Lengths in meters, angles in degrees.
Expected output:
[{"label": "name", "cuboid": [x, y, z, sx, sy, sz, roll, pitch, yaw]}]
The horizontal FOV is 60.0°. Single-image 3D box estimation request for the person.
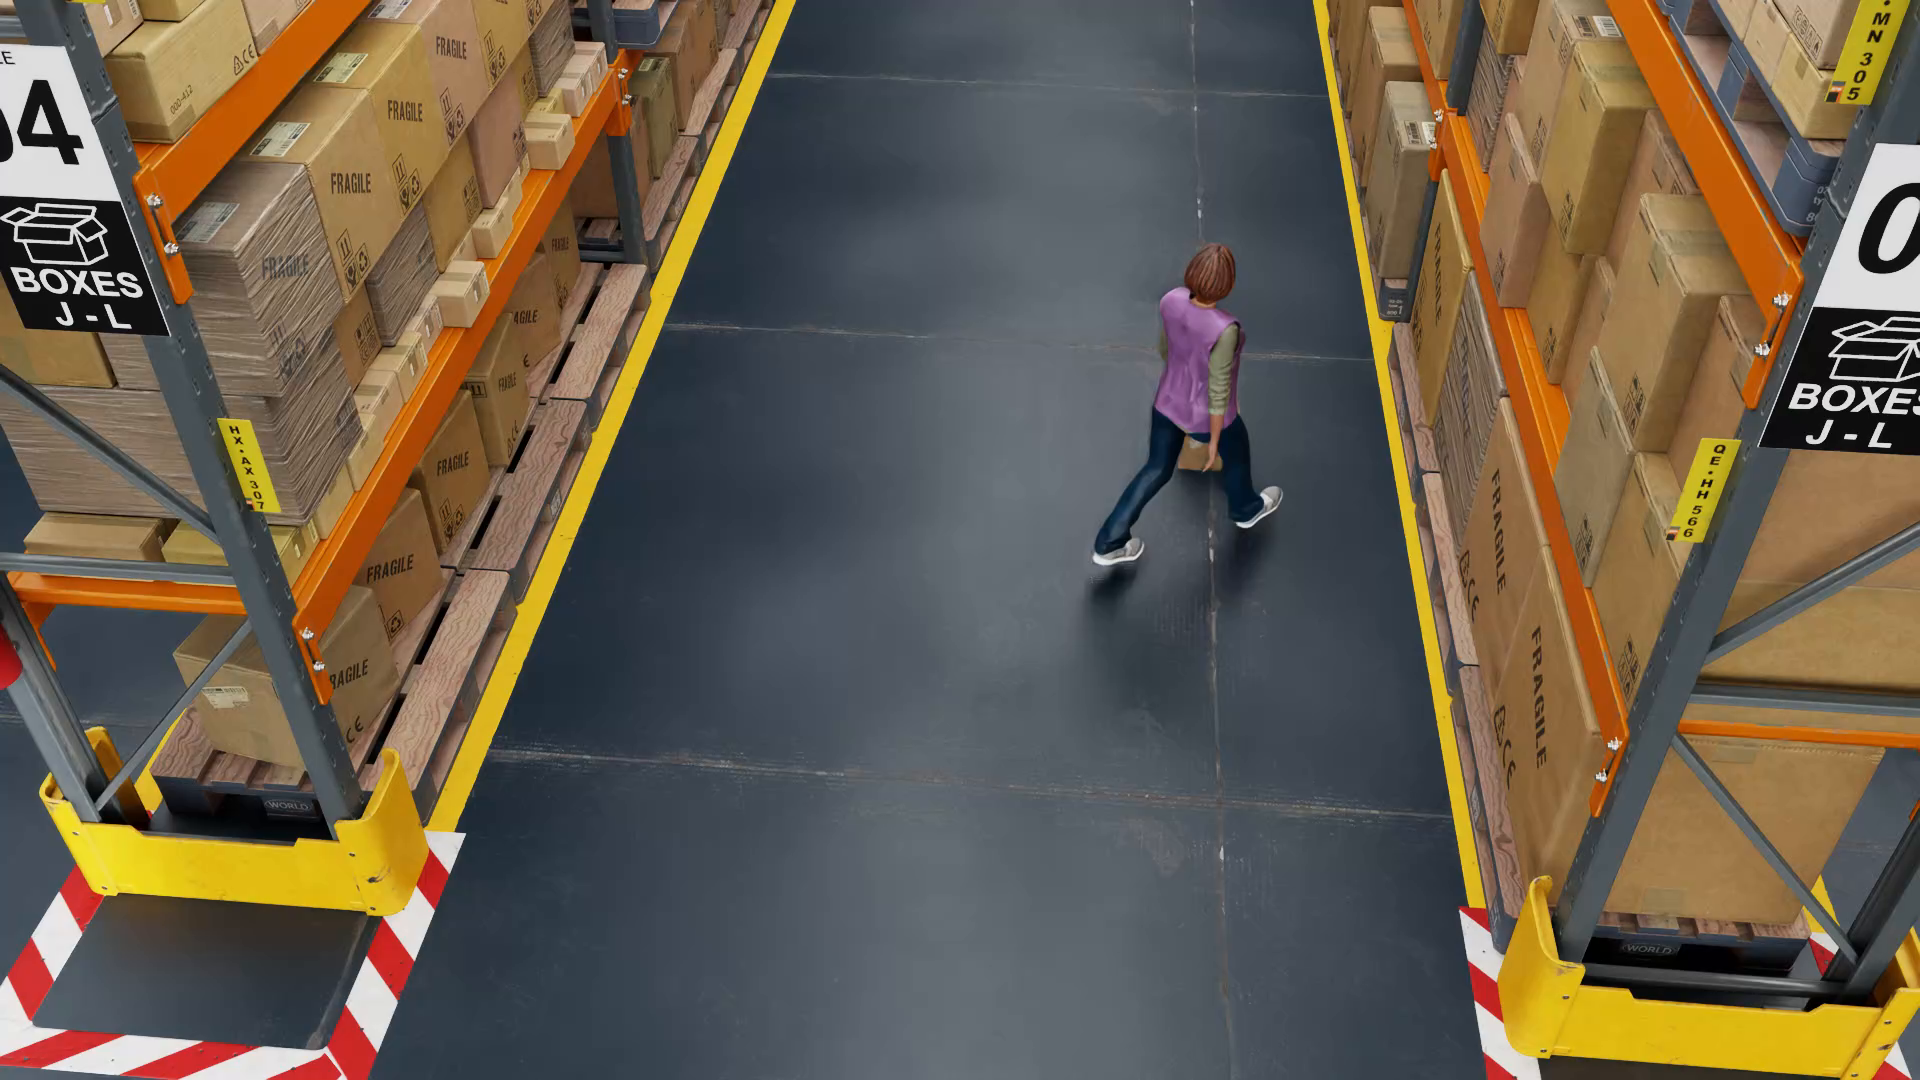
[{"label": "person", "cuboid": [1.074, -0.761, 7.041, 0.474, 1.586, 0.547, 21, 45, 23]}]
